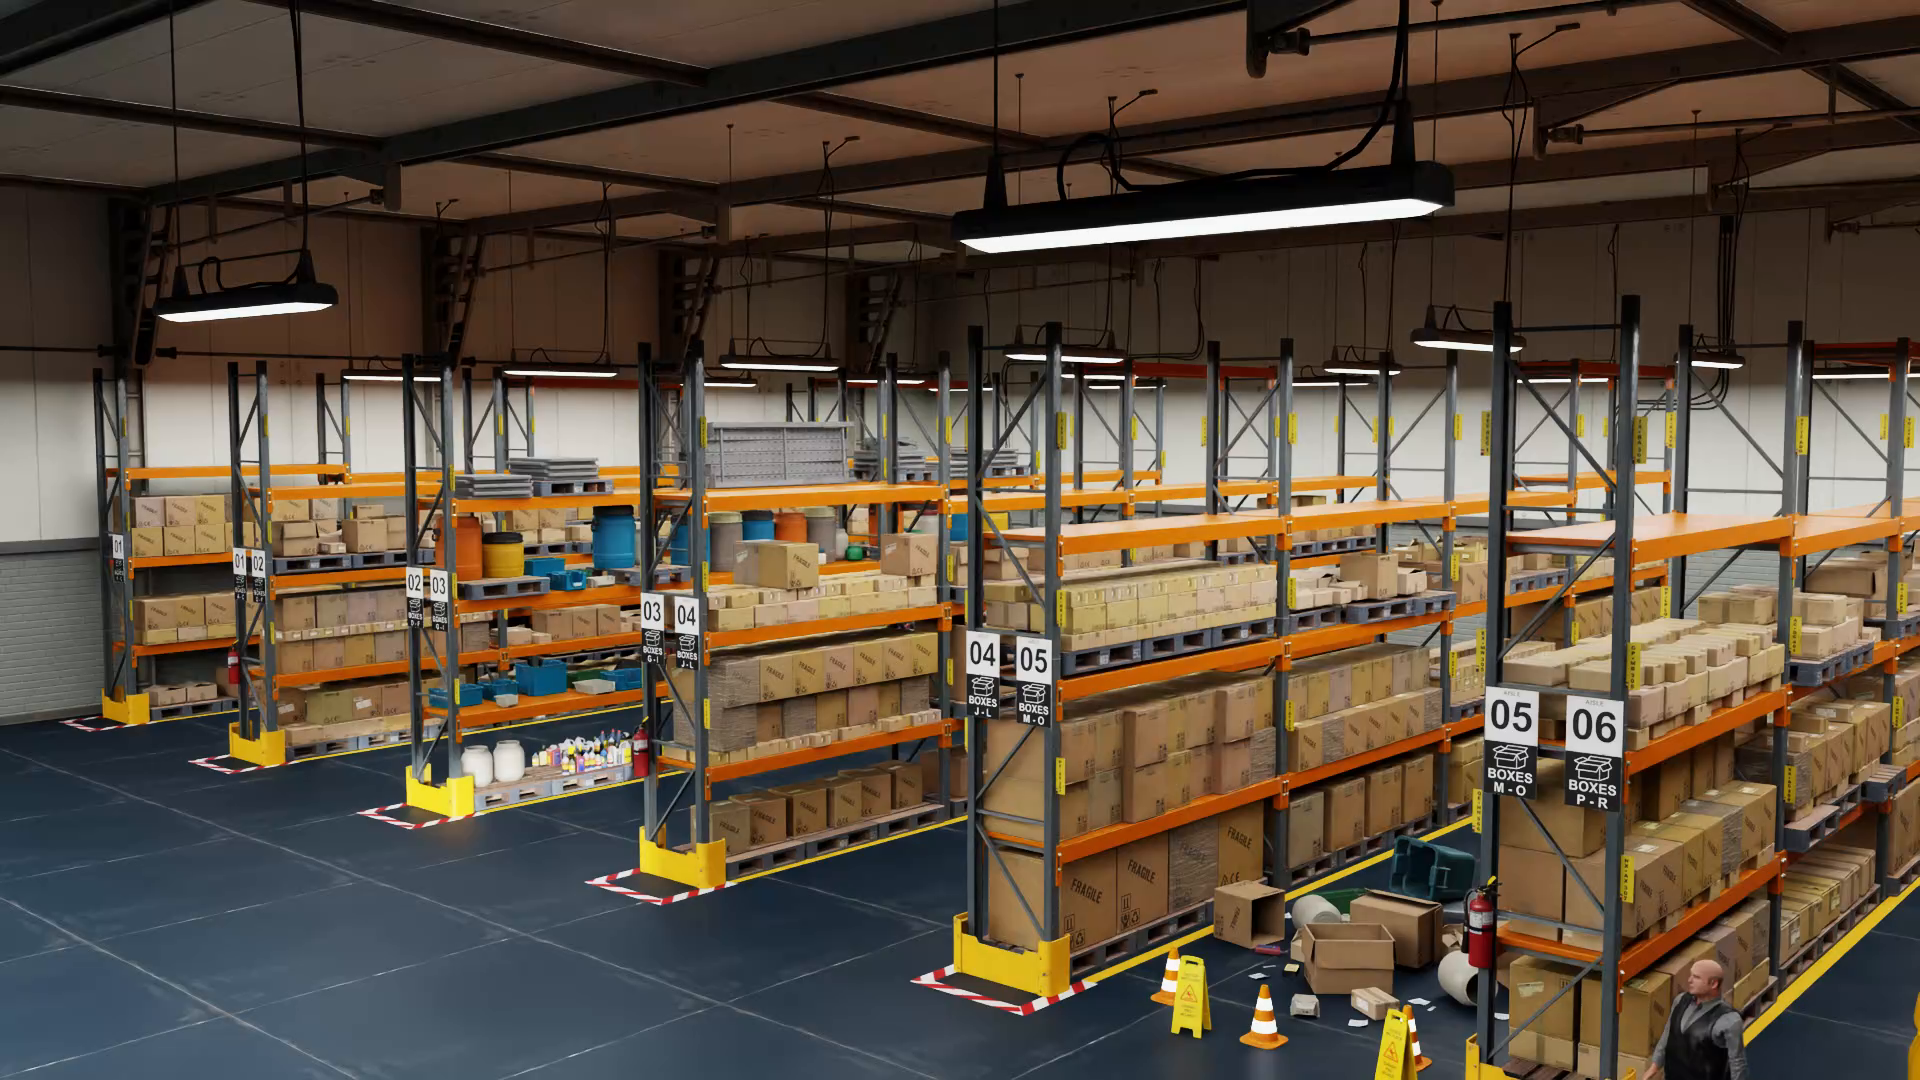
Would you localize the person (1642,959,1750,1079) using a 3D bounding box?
[{"bbox_3d":[4.652,3.526,10.704,1.043,1.660,0.564,-1,4,-15],"label":"person"}]
